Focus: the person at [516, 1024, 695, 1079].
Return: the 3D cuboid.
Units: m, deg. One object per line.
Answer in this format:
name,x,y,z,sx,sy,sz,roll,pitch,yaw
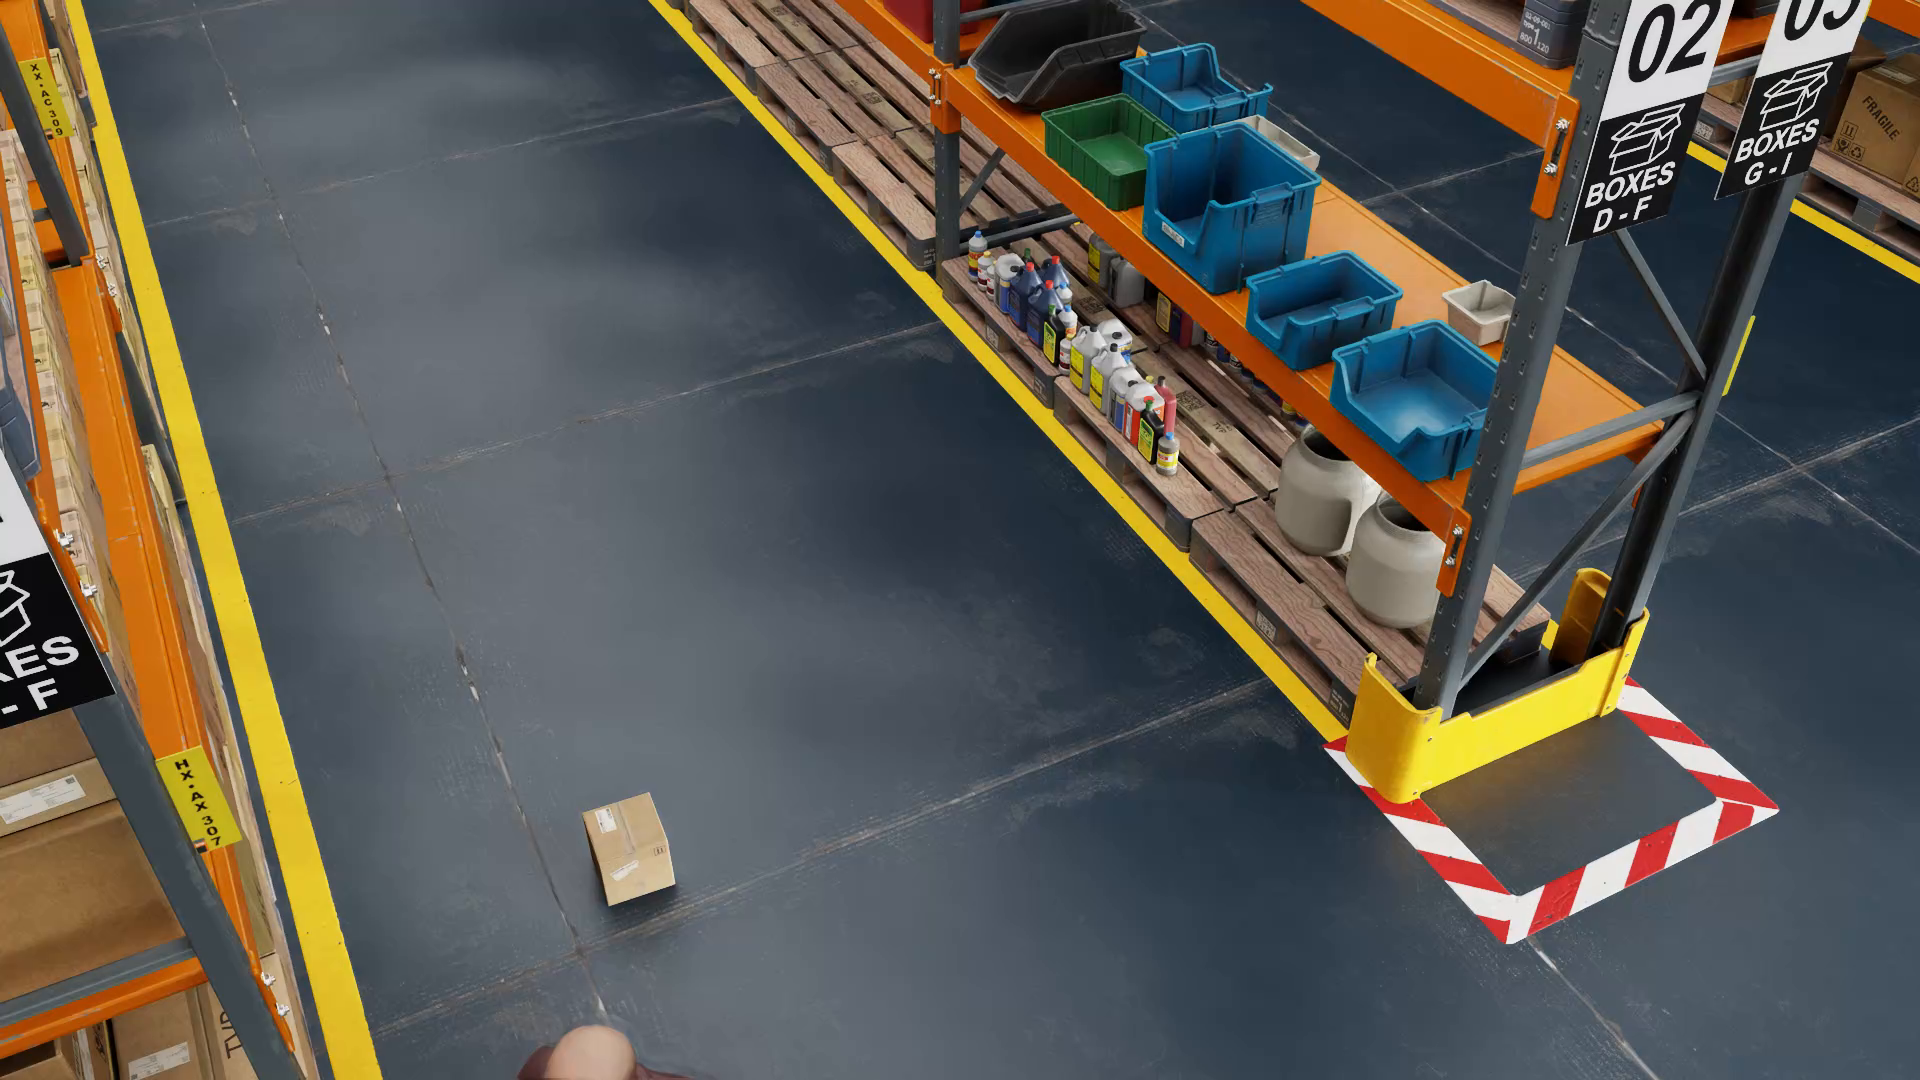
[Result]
person,-0.777,1.740,4.133,0.629,1.803,0.499,6,41,7
